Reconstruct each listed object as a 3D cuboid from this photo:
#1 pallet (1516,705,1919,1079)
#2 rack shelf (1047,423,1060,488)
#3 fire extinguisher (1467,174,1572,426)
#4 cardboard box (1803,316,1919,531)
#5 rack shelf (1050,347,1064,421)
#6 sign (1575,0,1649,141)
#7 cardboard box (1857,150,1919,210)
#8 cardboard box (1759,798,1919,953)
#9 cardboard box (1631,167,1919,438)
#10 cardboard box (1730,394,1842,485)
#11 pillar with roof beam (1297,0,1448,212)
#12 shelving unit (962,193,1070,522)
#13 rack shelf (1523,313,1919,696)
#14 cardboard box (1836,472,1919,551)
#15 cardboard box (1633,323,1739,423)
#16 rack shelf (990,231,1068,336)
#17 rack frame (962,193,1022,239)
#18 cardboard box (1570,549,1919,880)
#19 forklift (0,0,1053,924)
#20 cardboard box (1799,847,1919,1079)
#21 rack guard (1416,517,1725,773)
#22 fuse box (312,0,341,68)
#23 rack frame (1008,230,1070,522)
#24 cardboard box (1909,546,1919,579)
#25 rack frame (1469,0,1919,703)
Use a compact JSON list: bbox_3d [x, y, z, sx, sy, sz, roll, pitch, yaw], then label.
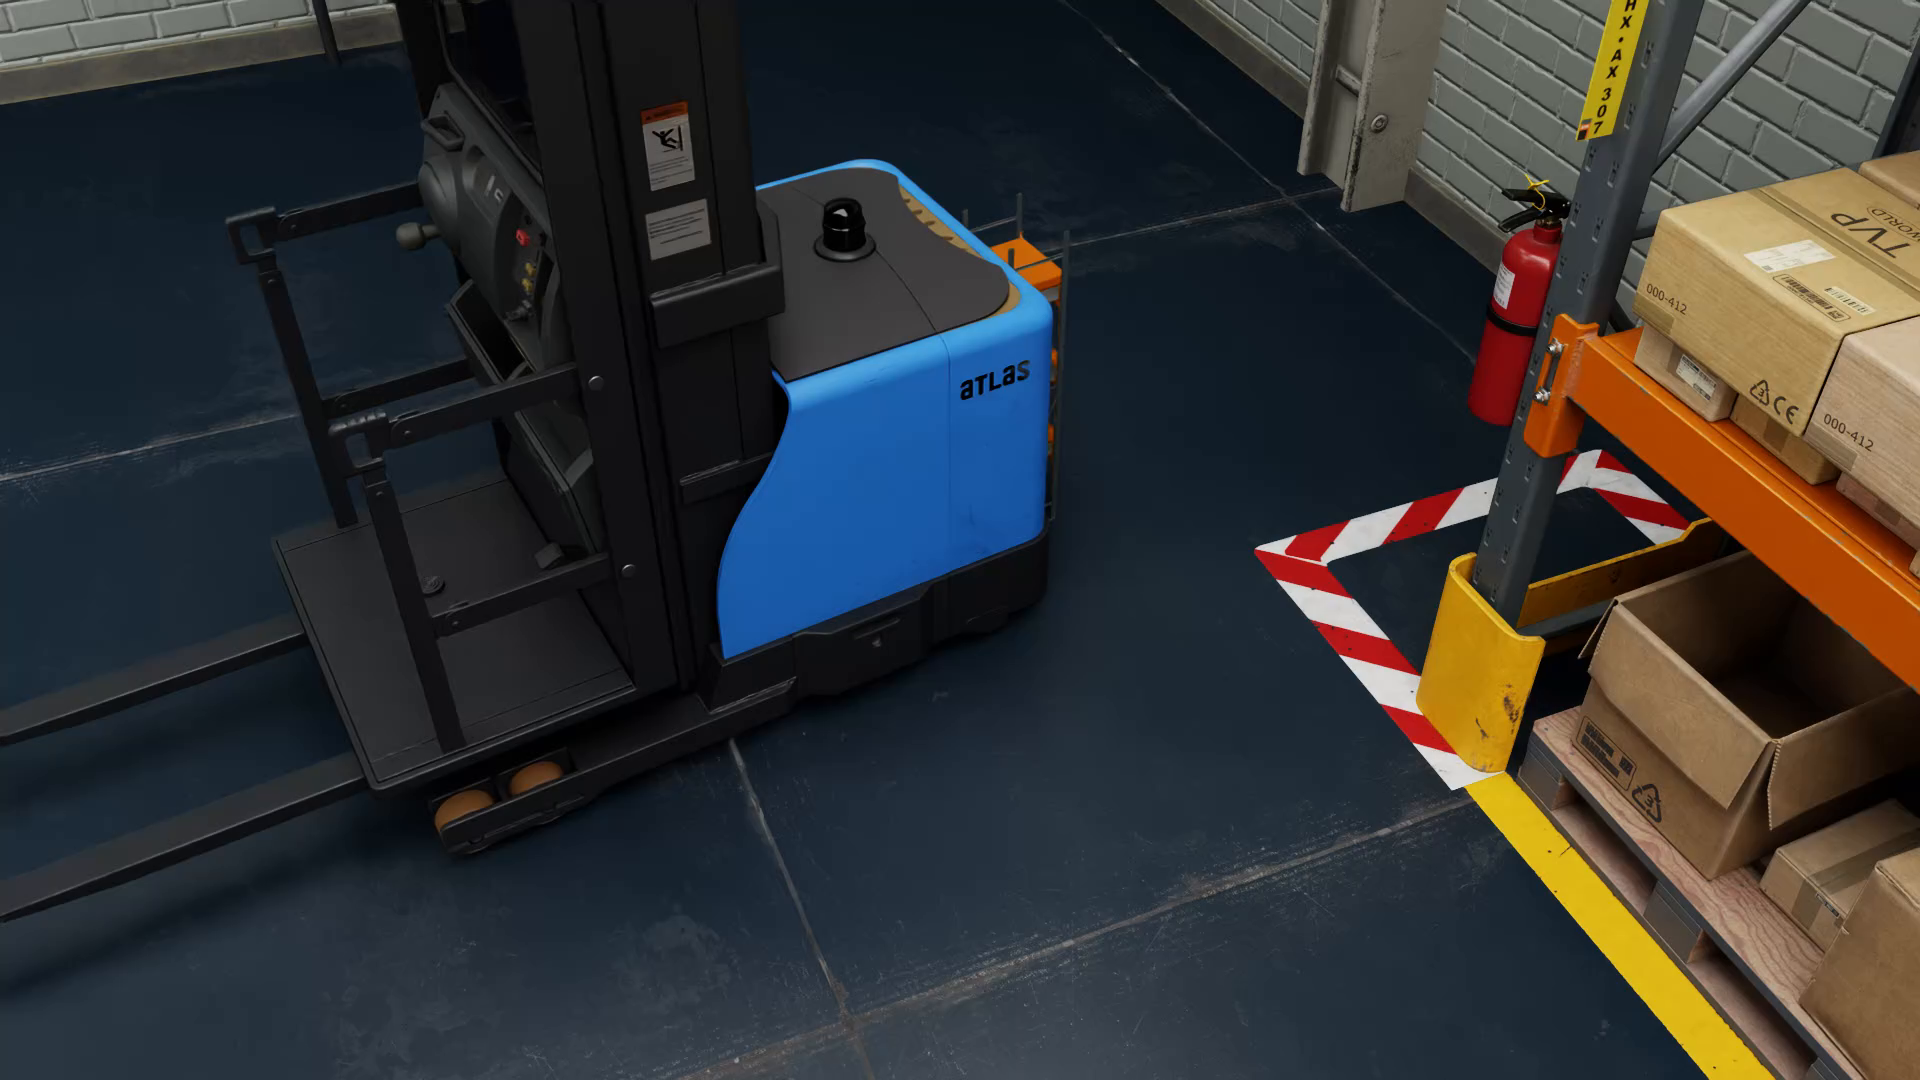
[{"bbox_3d":[2.184,0.797,4.161,1.003,0.211,1.213,-15,43,-17],"label":"pallet"},{"bbox_3d":[0.156,-0.282,5.215,0.215,0.259,0.240,-22,45,-23],"label":"rack shelf"},{"bbox_3d":[1.366,-0.589,3.979,0.296,0.674,0.183,-15,43,-17],"label":"fire extinguisher"},{"bbox_3d":[1.967,-0.198,3.066,0.500,0.250,0.500,-15,43,-16],"label":"cardboard box"},{"bbox_3d":[0.156,-0.493,5.034,0.215,0.259,0.240,-22,45,-23],"label":"rack shelf"},{"bbox_3d":[1.348,-0.979,3.424,0.100,0.325,0.005,-15,43,-17],"label":"sign"},{"bbox_3d":[2.270,-0.631,3.570,0.500,0.250,0.500,-14,43,-16],"label":"cardboard box"},{"bbox_3d":[2.122,0.793,3.891,0.380,0.149,0.250,-17,43,-19],"label":"cardboard box"},{"bbox_3d":[1.774,-0.501,3.419,0.500,0.250,0.500,-15,43,-17],"label":"cardboard box"},{"bbox_3d":[1.861,-0.283,3.471,0.380,0.149,0.250,-14,43,-16],"label":"cardboard box"},{"bbox_3d":[-2.327,-3.836,2.809,9.100,9.000,0.400,-15,43,-17],"label":"pillar with roof beam"},{"bbox_3d":[0.156,-0.501,5.027,0.215,1.050,0.252,-22,45,-23],"label":"shelving unit"},{"bbox_3d":[2.614,0.692,2.697,1.077,0.370,4.000,-15,43,-17],"label":"rack shelf"},{"bbox_3d":[1.994,-0.133,3.297,0.380,0.149,0.250,-16,43,-17],"label":"cardboard box"},{"bbox_3d":[1.721,-0.424,3.636,0.380,0.149,0.250,-15,43,-17],"label":"cardboard box"},{"bbox_3d":[0.156,-0.708,4.849,0.215,0.259,0.240,-22,45,-23],"label":"rack shelf"},{"bbox_3d":[0.093,-0.569,5.106,0.200,1.050,0.008,-22,45,-23],"label":"rack frame"},{"bbox_3d":[1.995,0.393,4.085,0.797,0.503,0.637,-17,43,-19],"label":"cardboard box"},{"bbox_3d":[-1.274,-0.696,3.812,3.031,2.935,1.130,-21,45,-23],"label":"forklift"},{"bbox_3d":[2.287,0.919,3.476,0.700,0.500,0.500,-13,42,-15],"label":"cardboard box"},{"bbox_3d":[1.878,0.208,4.625,1.175,0.500,0.348,-15,43,-17],"label":"rack guard"},{"bbox_3d":[-2.918,-2.884,7.291,0.539,1.711,0.414,-15,43,-17],"label":"fuse box"},{"bbox_3d":[0.219,-0.433,4.948,0.200,1.050,0.008,-22,45,-23],"label":"rack frame"},{"bbox_3d":[2.034,0.035,3.102,0.380,0.149,0.250,-14,43,-16],"label":"cardboard box"},{"bbox_3d":[1.849,-0.786,3.863,1.000,3.000,0.127,-15,43,-17],"label":"rack frame"}]
